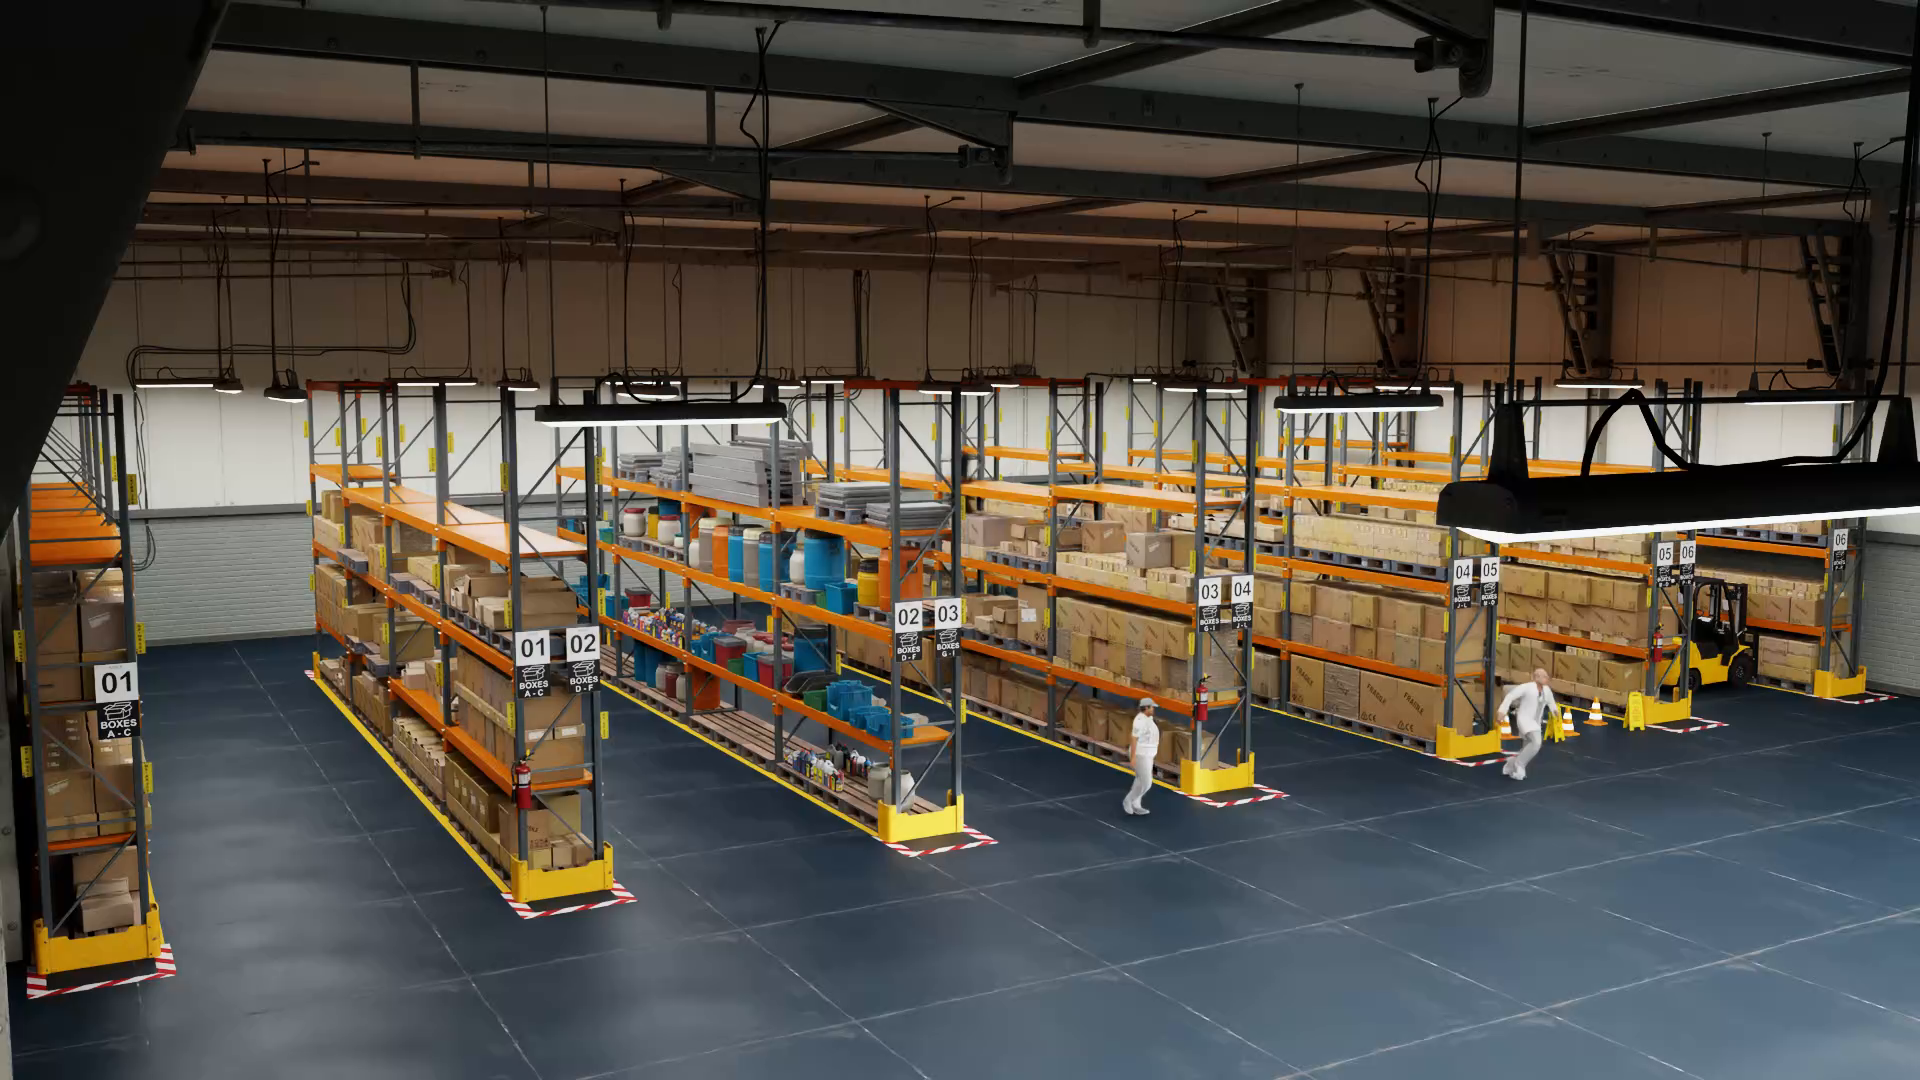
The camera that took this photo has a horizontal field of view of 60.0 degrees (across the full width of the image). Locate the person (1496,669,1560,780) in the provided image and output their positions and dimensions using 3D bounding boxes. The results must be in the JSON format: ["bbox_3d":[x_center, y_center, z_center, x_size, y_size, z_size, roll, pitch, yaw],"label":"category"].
[{"bbox_3d":[8.749,2.815,25.388,0.867,1.691,0.760,-5,8,-38],"label":"person"}]

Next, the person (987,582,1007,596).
[{"bbox_3d":[0.980,0.935,42.524,0.680,1.754,0.685,-4,7,-34],"label":"person"}]

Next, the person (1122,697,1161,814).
[{"bbox_3d":[2.534,3.027,23.285,0.468,1.654,0.583,3,7,23],"label":"person"}]
